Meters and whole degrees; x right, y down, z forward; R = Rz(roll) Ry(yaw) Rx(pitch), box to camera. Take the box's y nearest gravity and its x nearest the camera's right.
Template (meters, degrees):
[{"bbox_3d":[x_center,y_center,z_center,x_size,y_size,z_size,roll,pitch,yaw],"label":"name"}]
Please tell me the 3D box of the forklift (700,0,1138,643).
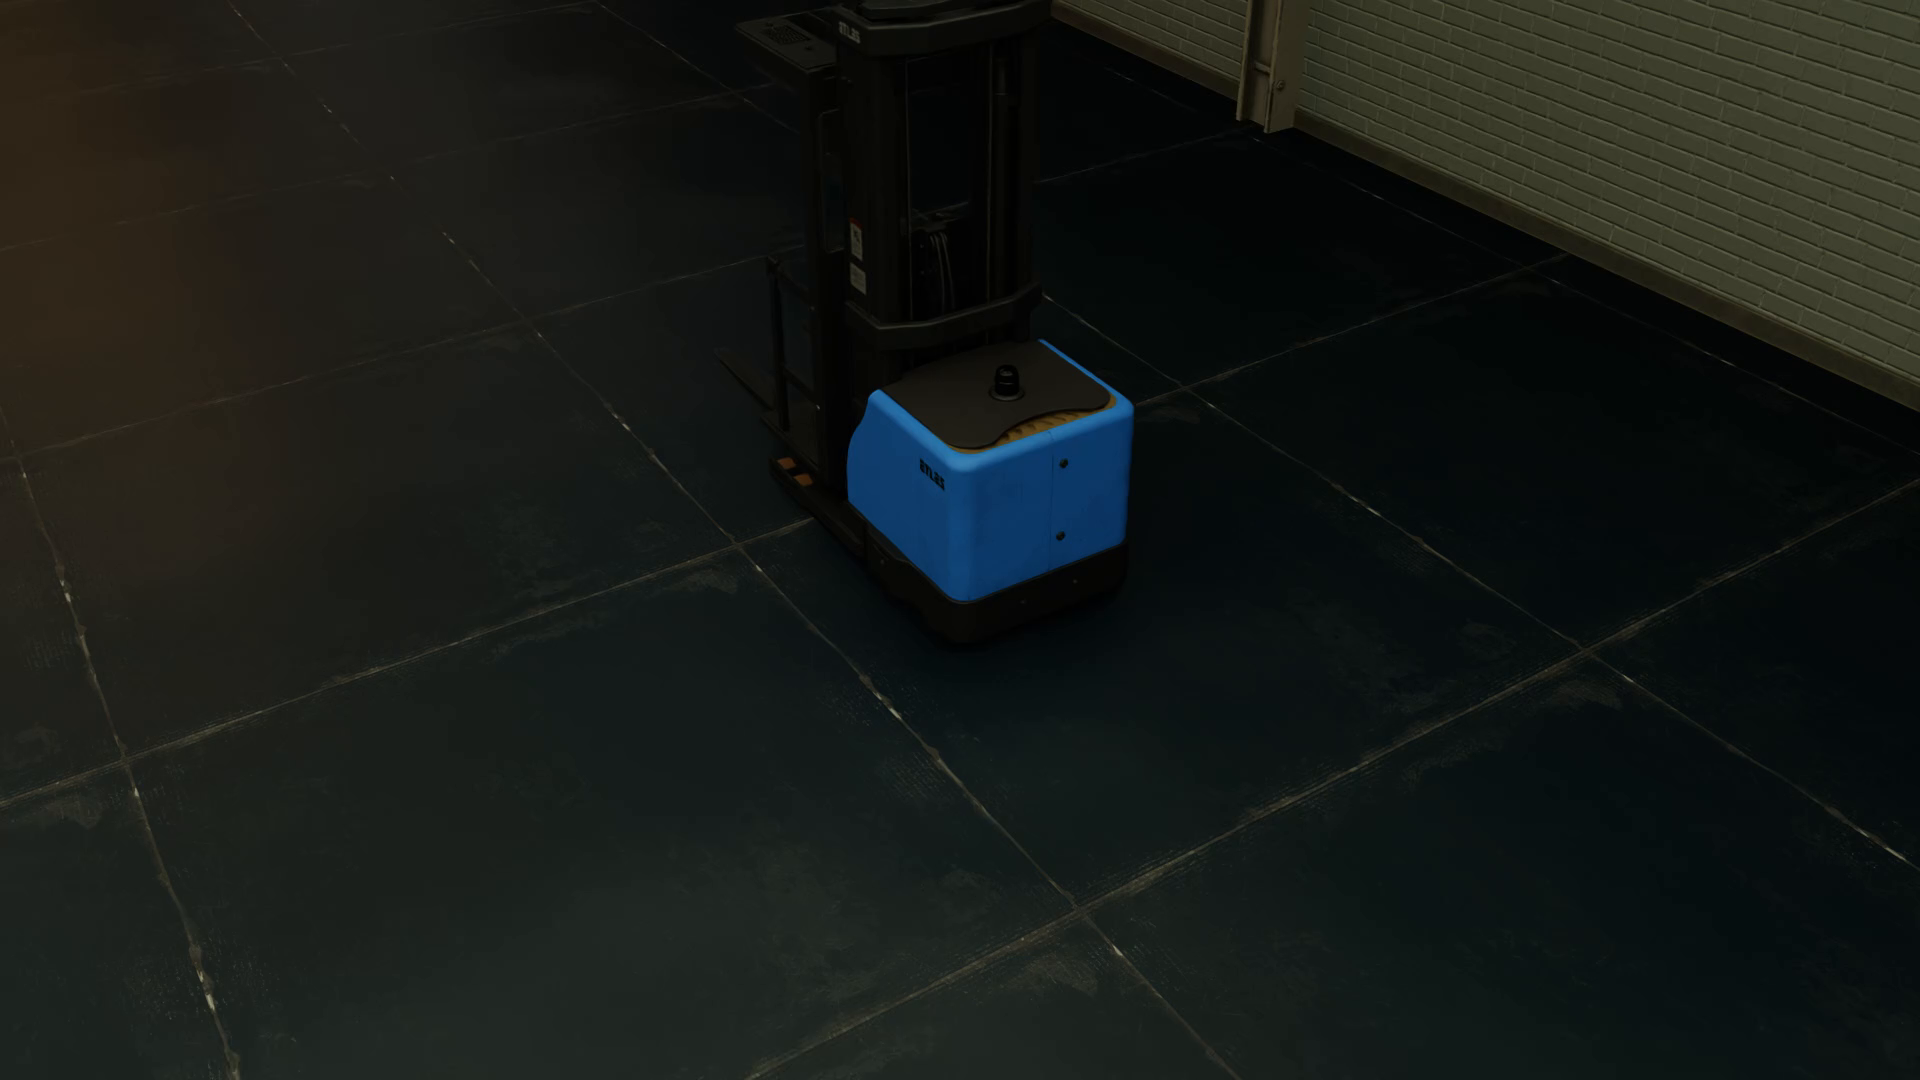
[{"bbox_3d":[-0.404,-1.514,8.302,1.130,2.935,3.031,-22,41,-28],"label":"forklift"}]
